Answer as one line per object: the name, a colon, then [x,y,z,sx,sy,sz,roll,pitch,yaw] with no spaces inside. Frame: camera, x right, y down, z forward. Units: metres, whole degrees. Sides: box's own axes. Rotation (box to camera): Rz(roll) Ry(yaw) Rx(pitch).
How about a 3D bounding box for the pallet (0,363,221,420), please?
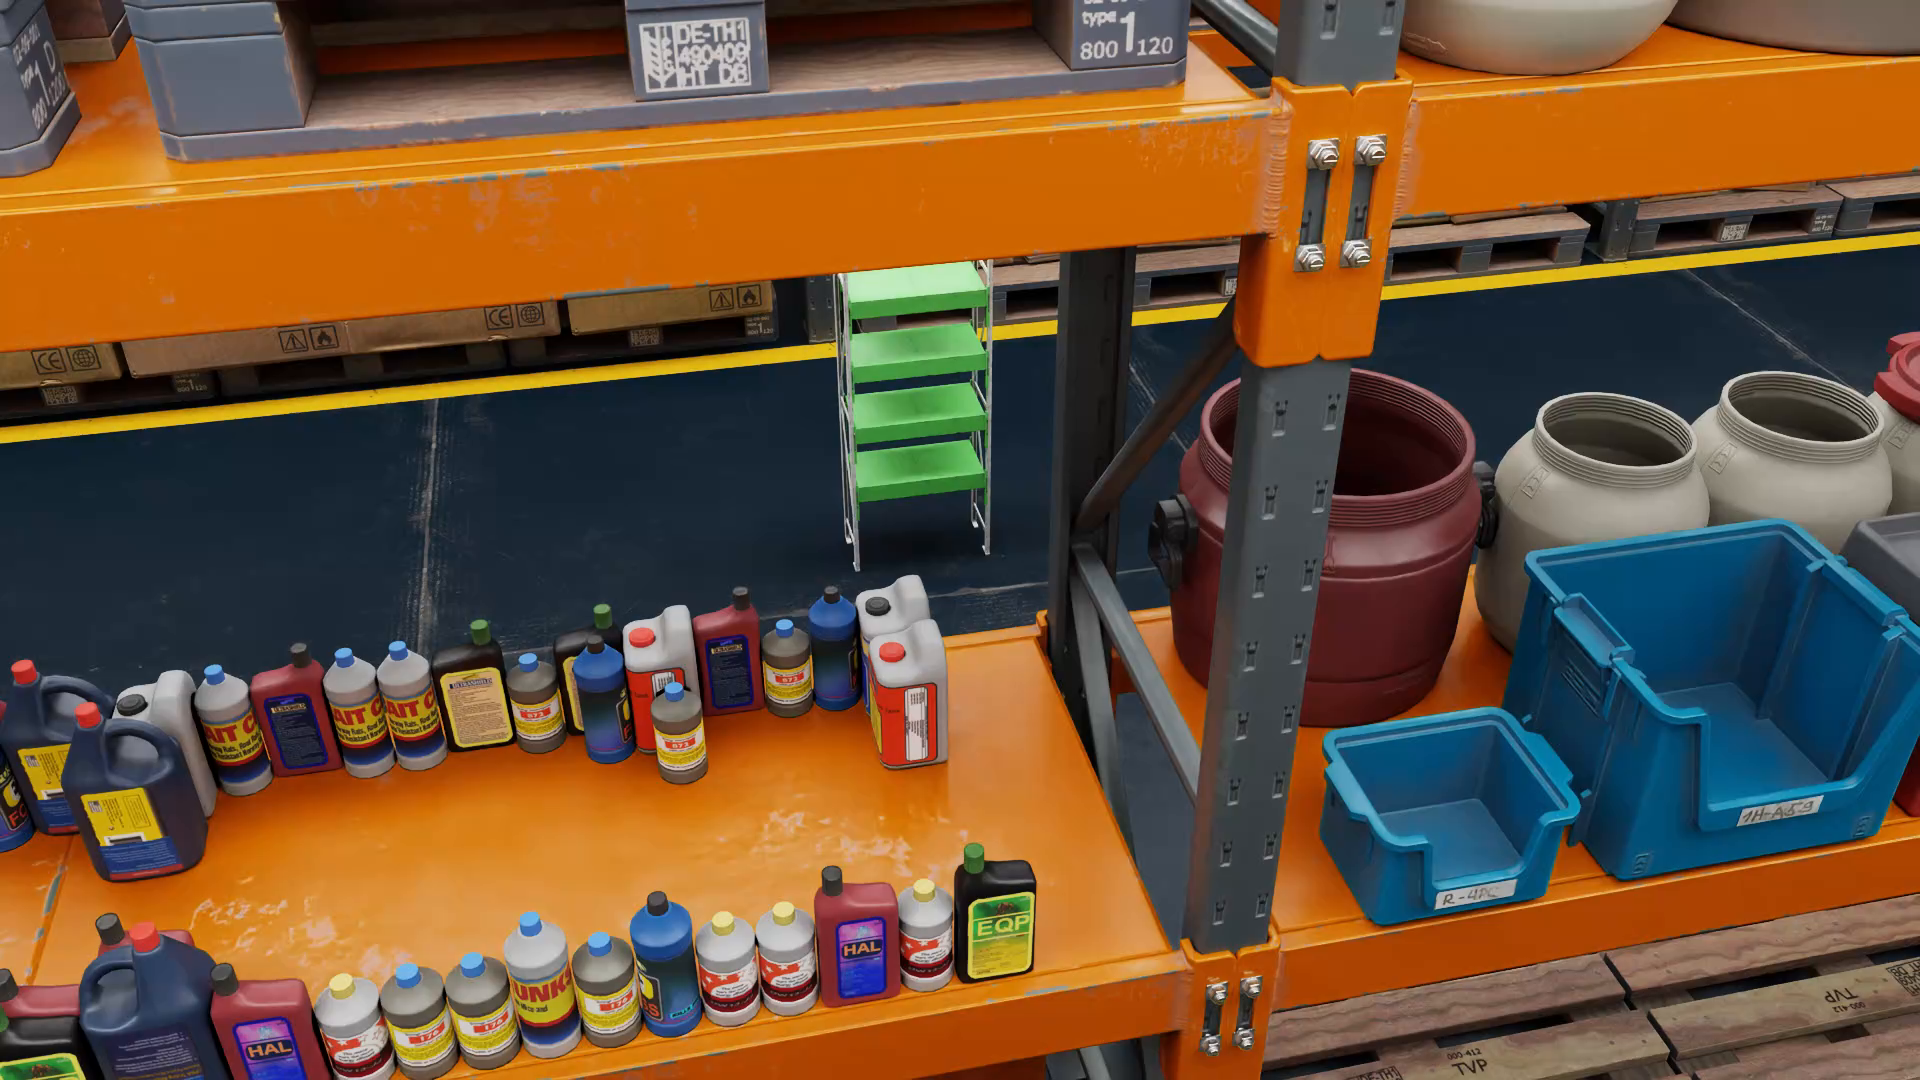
pallet: [-3.900,-0.898,7.399,1.213,0.211,1.003,-7,35,-11]

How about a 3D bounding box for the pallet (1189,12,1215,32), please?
pallet: [1.187,-2.598,7.601,1.213,0.211,1.003,-7,35,-11]

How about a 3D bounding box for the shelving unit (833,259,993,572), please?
shelving unit: [-0.161,-0.478,5.885,0.503,1.200,0.258,-7,35,-11]

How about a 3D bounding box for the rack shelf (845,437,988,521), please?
rack shelf: [-0.161,-0.226,6.055,0.480,0.148,0.258,-7,35,-11]

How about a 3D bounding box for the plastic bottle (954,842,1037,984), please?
plastic bottle: [0.058,0.610,2.754,0.133,0.283,0.061,-7,35,-11]

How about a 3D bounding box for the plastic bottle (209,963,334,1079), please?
plastic bottle: [-1.057,0.751,2.544,0.133,0.283,0.061,-7,35,-11]

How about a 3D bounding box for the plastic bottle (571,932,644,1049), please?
plastic bottle: [-0.569,0.713,2.674,0.097,0.201,0.097,0,34,0]

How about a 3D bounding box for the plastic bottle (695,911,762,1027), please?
plastic bottle: [-0.379,0.689,2.710,0.097,0.201,0.097,0,34,0]

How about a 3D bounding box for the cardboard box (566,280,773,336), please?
cardboard box: [-1.412,-1.630,7.518,0.875,0.875,1.225,-9,35,-13]

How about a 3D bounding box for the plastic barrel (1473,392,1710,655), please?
plastic barrel: [1.315,-0.009,3.471,0.421,0.512,0.421,0,34,0]

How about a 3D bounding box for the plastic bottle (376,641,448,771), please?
plastic bottle: [-1.061,0.312,3.209,0.097,0.271,0.097,0,34,0]

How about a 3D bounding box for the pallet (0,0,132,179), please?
pallet: [-1.695,-0.686,2.058,1.213,0.211,1.003,-7,35,-11]

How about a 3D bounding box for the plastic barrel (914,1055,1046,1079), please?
plastic barrel: [-0.115,1.076,3.525,0.708,0.830,0.600,-7,35,-11]

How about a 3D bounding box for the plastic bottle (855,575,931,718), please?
plastic bottle: [-0.135,0.209,3.358,0.135,0.276,0.152,-7,35,-11]

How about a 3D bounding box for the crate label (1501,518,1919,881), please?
crate label: [1.387,0.290,3.094,0.616,0.435,0.502,-7,35,-11]

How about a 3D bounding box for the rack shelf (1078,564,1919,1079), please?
rack shelf: [2.309,0.333,3.708,4.000,0.370,1.077,-7,35,-11]

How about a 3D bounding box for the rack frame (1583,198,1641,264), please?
rack frame: [3.167,-2.904,7.885,0.127,3.000,1.000,-7,35,-11]

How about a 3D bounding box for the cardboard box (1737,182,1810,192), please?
cardboard box: [4.123,-2.142,8.616,0.500,0.500,0.500,3,34,5]

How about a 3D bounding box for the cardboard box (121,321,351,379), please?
cardboard box: [-3.145,-1.412,7.192,0.875,0.875,1.225,-8,35,-12]

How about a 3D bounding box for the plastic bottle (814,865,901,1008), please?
plastic bottle: [-0.167,0.639,2.711,0.133,0.283,0.061,-7,35,-11]

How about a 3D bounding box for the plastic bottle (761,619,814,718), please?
plastic bottle: [-0.349,0.251,3.362,0.097,0.201,0.097,0,34,0]

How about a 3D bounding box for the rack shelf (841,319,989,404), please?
rack shelf: [-0.161,-0.624,5.787,0.480,0.148,0.258,-7,35,-11]

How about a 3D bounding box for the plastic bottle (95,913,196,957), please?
plastic bottle: [-1.269,0.695,2.627,0.133,0.283,0.061,-7,35,-11]

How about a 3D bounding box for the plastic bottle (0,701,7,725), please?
plastic bottle: [-1.809,0.391,3.080,0.133,0.283,0.061,-7,35,-11]

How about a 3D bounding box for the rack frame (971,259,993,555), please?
rack frame: [0.077,-0.508,5.930,0.015,1.200,0.240,-7,35,-11]

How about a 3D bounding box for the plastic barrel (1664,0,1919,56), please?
plastic barrel: [1.207,-1.157,2.140,0.600,0.901,0.600,0,34,0]

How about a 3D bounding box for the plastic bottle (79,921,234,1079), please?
plastic bottle: [-1.221,0.720,2.530,0.185,0.351,0.144,-7,35,-11]

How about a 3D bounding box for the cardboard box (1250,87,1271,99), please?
cardboard box: [1.549,-1.867,8.189,0.500,0.500,0.700,-10,35,-15]

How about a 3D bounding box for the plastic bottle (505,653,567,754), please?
plastic bottle: [-0.836,0.313,3.270,0.097,0.201,0.097,0,34,0]

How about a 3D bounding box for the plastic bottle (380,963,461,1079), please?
plastic bottle: [-0.853,0.749,2.621,0.097,0.201,0.097,0,34,0]

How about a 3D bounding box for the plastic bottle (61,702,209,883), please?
plastic bottle: [-1.480,0.432,2.958,0.185,0.351,0.144,-7,35,-11]

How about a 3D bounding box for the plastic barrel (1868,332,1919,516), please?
plastic barrel: [2.141,-0.126,3.624,0.433,0.535,0.433,0,34,0]

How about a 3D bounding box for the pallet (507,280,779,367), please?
pallet: [-1.520,-1.198,7.846,1.213,0.211,1.003,-7,35,-11]

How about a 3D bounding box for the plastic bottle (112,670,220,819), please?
plastic bottle: [-1.488,0.380,3.104,0.135,0.276,0.152,-7,35,-11]

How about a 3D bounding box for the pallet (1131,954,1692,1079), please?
pallet: [1.122,1.364,4.028,1.213,0.211,1.003,-7,35,-11]

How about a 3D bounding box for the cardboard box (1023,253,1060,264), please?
cardboard box: [0.453,-1.725,7.977,0.500,0.500,0.700,-10,35,-14]

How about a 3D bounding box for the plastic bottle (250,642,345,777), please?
plastic bottle: [-1.272,0.323,3.181,0.133,0.283,0.061,-7,35,-11]

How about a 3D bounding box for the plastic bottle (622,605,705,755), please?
plastic bottle: [-0.586,0.266,3.273,0.135,0.276,0.152,-7,35,-11]

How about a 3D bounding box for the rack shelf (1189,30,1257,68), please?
rack shelf: [1.216,-2.359,7.719,4.000,0.370,1.077,-7,35,-11]

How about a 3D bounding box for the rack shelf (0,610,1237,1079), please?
rack shelf: [-1.592,0.825,2.975,4.000,0.370,1.077,-7,35,-11]

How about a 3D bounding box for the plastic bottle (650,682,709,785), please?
plastic bottle: [-0.541,0.362,3.196,0.097,0.201,0.097,0,34,0]

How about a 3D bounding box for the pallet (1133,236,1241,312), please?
pallet: [1.216,-1.497,8.292,1.213,0.211,1.003,-7,35,-11]

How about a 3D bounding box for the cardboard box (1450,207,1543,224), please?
cardboard box: [2.564,-1.984,8.364,0.500,0.500,0.700,-10,35,-14]

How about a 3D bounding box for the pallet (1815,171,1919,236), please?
pallet: [5.007,-1.999,9.040,1.213,0.211,1.003,-7,35,-11]
